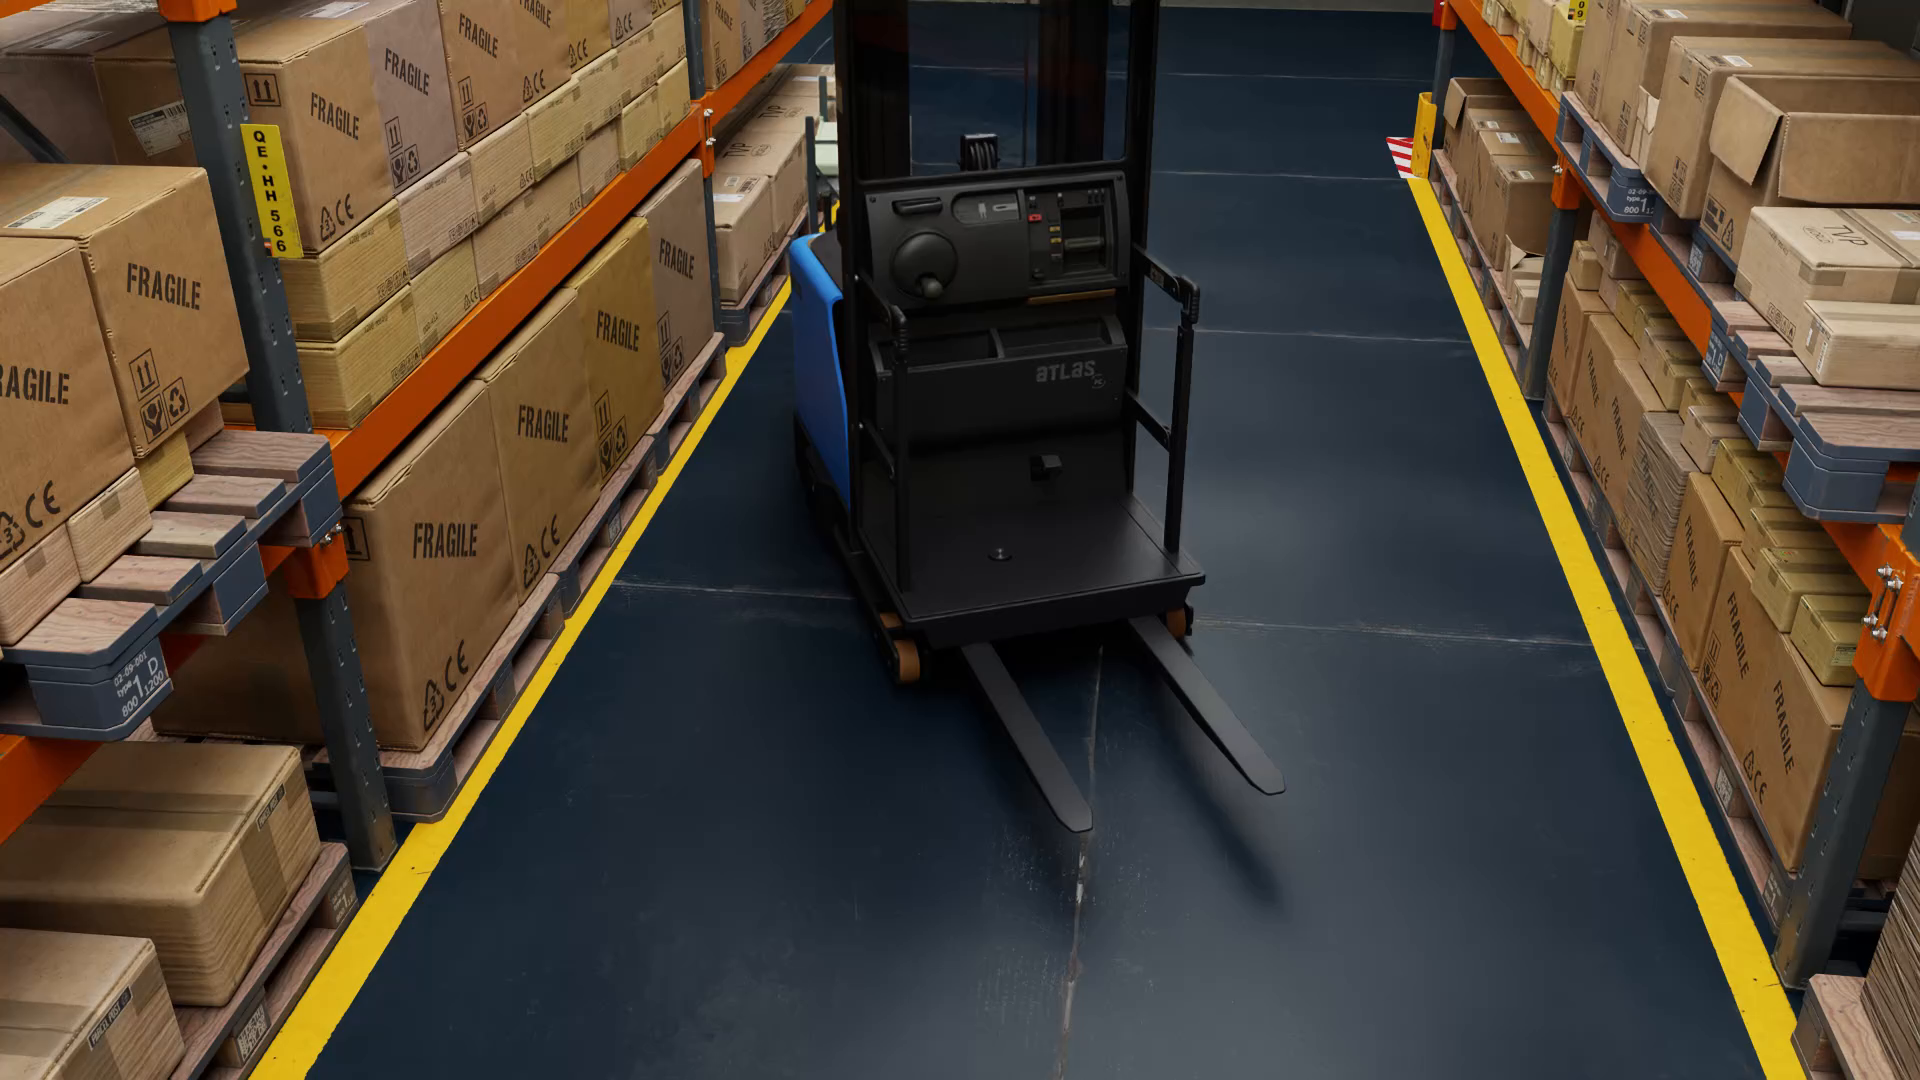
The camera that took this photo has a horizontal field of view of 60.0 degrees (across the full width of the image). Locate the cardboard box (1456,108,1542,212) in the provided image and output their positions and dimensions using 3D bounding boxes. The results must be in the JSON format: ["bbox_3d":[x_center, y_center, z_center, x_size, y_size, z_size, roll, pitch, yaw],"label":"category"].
[{"bbox_3d":[3.396,-2.270,9.994,0.700,0.500,0.500,4,29,8],"label":"cardboard box"}]

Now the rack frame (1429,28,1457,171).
[{"bbox_3d":[3.709,-3.868,10.767,1.000,3.000,0.127,3,28,6],"label":"rack frame"}]

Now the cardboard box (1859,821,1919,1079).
[{"bbox_3d":[2.638,1.051,3.698,0.875,0.625,0.625,4,29,8],"label":"cardboard box"}]

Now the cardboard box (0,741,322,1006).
[{"bbox_3d":[-2.277,0.848,4.341,0.950,0.372,0.625,1,28,3],"label":"cardboard box"}]

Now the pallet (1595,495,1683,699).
[{"bbox_3d":[3.009,0.203,6.150,1.003,0.211,1.213,3,28,6],"label":"pallet"}]

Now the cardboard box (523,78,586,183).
[{"bbox_3d":[-1.678,-1.482,5.970,0.500,0.250,0.500,4,29,7],"label":"cardboard box"}]

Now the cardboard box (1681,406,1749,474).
[{"bbox_3d":[2.728,-0.342,5.731,0.380,0.149,0.250,2,28,4],"label":"cardboard box"}]

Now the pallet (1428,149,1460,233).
[{"bbox_3d":[3.603,-2.229,10.666,1.003,0.211,1.213,3,28,6],"label":"pallet"}]

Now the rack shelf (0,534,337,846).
[{"bbox_3d":[-2.443,0.869,2.733,1.077,0.370,4.000,3,28,6],"label":"rack shelf"}]

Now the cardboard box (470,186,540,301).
[{"bbox_3d":[-1.773,-1.028,5.654,0.500,0.250,0.500,4,29,8],"label":"cardboard box"}]

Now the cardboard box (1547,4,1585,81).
[{"bbox_3d":[3.039,-2.304,7.709,0.500,0.250,0.500,4,29,7],"label":"cardboard box"}]

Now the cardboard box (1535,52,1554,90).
[{"bbox_3d":[3.025,-2.287,8.097,0.380,0.149,0.250,4,29,8],"label":"cardboard box"}]

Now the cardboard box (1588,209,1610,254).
[{"bbox_3d":[2.971,-1.329,7.250,0.380,0.149,0.250,3,28,5],"label":"cardboard box"}]

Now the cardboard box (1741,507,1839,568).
[{"bbox_3d":[2.616,0.029,5.043,0.380,0.149,0.250,2,28,5],"label":"cardboard box"}]

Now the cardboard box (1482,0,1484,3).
[{"bbox_3d":[3.321,-3.255,9.895,0.380,0.149,0.250,4,29,8],"label":"cardboard box"}]

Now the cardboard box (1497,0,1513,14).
[{"bbox_3d":[3.224,-3.017,9.032,0.500,0.250,0.500,3,28,5],"label":"cardboard box"}]

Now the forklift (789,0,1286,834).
[{"bbox_3d":[0.202,-0.994,5.505,1.130,2.935,3.031,-8,29,-15],"label":"forklift"}]

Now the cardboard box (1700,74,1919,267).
[{"bbox_3d":[2.745,-1.112,5.100,0.797,0.503,0.637,3,28,5],"label":"cardboard box"}]

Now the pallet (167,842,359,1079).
[{"bbox_3d":[-2.295,1.206,4.288,1.003,0.211,1.213,3,28,6],"label":"pallet"}]

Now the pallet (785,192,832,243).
[{"bbox_3d":[-1.390,-1.974,10.191,1.003,0.211,1.213,3,28,6],"label":"pallet"}]

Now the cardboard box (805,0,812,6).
[{"bbox_3d":[-1.144,-3.478,9.938,0.500,0.500,0.500,4,29,8],"label":"cardboard box"}]

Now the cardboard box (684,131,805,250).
[{"bbox_3d":[-1.416,-2.040,9.632,0.875,0.438,0.875,3,28,5],"label":"cardboard box"}]

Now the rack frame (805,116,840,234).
[{"bbox_3d":[-0.433,-1.069,7.153,0.400,1.500,0.023,0,28,0],"label":"rack frame"}]

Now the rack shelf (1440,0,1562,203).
[{"bbox_3d":[3.464,-2.610,9.191,1.077,0.370,4.000,3,28,6],"label":"rack shelf"}]

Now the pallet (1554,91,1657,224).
[{"bbox_3d":[3.012,-1.531,6.632,1.003,0.211,1.213,3,28,6],"label":"pallet"}]

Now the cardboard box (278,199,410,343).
[{"bbox_3d":[-1.891,-0.767,4.643,0.500,0.250,0.500,3,28,6],"label":"cardboard box"}]

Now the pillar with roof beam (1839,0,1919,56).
[{"bbox_3d":[-0.074,-5.152,6.825,9.100,9.000,0.400,3,28,6],"label":"pillar with roof beam"}]

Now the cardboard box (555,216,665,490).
[{"bbox_3d":[-1.808,-0.799,6.868,0.875,0.875,0.875,4,29,8],"label":"cardboard box"}]

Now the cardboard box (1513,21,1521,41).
[{"bbox_3d":[3.214,-2.765,8.984,0.380,0.149,0.250,3,28,6],"label":"cardboard box"}]

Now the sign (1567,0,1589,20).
[{"bbox_3d":[2.679,-2.394,7.119,0.100,0.325,0.005,3,28,6],"label":"sign"}]

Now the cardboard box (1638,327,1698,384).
[{"bbox_3d":[2.845,-0.700,6.396,0.380,0.149,0.250,3,28,6],"label":"cardboard box"}]

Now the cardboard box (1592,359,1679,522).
[{"bbox_3d":[2.815,-0.369,6.465,0.500,0.500,0.500,3,28,5],"label":"cardboard box"}]

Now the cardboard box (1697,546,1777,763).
[{"bbox_3d":[2.639,0.367,5.100,0.500,0.500,0.500,3,28,5],"label":"cardboard box"}]

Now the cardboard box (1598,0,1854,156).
[{"bbox_3d":[2.874,-1.756,6.298,0.700,0.500,0.500,4,29,7],"label":"cardboard box"}]

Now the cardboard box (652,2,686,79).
[{"bbox_3d":[-1.521,-2.204,7.310,0.500,0.250,0.500,3,28,6],"label":"cardboard box"}]

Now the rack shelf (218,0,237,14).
[{"bbox_3d":[-1.953,-2.334,5.516,1.077,0.370,4.000,3,28,6],"label":"rack shelf"}]

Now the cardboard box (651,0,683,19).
[{"bbox_3d":[-1.514,-2.531,7.126,0.500,0.500,0.500,4,29,8],"label":"cardboard box"}]

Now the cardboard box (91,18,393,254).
[{"bbox_3d":[-1.895,-1.091,4.453,0.500,0.500,0.500,2,28,5],"label":"cardboard box"}]

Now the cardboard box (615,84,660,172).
[{"bbox_3d":[-1.576,-1.740,6.976,0.500,0.250,0.500,3,28,5],"label":"cardboard box"}]

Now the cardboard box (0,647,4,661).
[{"bbox_3d":[-2.011,0.205,3.030,0.380,0.149,0.250,4,29,7],"label":"cardboard box"}]

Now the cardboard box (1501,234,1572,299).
[{"bbox_3d":[3.039,-1.414,8.652,0.396,0.266,0.258,4,29,8],"label":"cardboard box"}]

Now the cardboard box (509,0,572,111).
[{"bbox_3d":[-1.700,-1.805,5.779,0.500,0.500,0.500,4,29,7],"label":"cardboard box"}]

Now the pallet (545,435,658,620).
[{"bbox_3d":[-1.875,-0.101,6.715,1.003,0.211,1.213,3,28,6],"label":"pallet"}]

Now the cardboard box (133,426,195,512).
[{"bbox_3d":[-1.966,-0.165,3.716,0.380,0.149,0.250,4,29,7],"label":"cardboard box"}]

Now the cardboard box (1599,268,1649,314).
[{"bbox_3d":[2.953,-1.067,7.077,0.380,0.149,0.250,3,28,5],"label":"cardboard box"}]

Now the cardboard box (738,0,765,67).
[{"bbox_3d":[-1.325,-2.758,8.602,0.500,0.500,0.500,4,29,7],"label":"cardboard box"}]

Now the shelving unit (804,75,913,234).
[{"bbox_3d":[-0.433,-1.243,7.475,0.431,1.500,0.755,0,28,0],"label":"shelving unit"}]
